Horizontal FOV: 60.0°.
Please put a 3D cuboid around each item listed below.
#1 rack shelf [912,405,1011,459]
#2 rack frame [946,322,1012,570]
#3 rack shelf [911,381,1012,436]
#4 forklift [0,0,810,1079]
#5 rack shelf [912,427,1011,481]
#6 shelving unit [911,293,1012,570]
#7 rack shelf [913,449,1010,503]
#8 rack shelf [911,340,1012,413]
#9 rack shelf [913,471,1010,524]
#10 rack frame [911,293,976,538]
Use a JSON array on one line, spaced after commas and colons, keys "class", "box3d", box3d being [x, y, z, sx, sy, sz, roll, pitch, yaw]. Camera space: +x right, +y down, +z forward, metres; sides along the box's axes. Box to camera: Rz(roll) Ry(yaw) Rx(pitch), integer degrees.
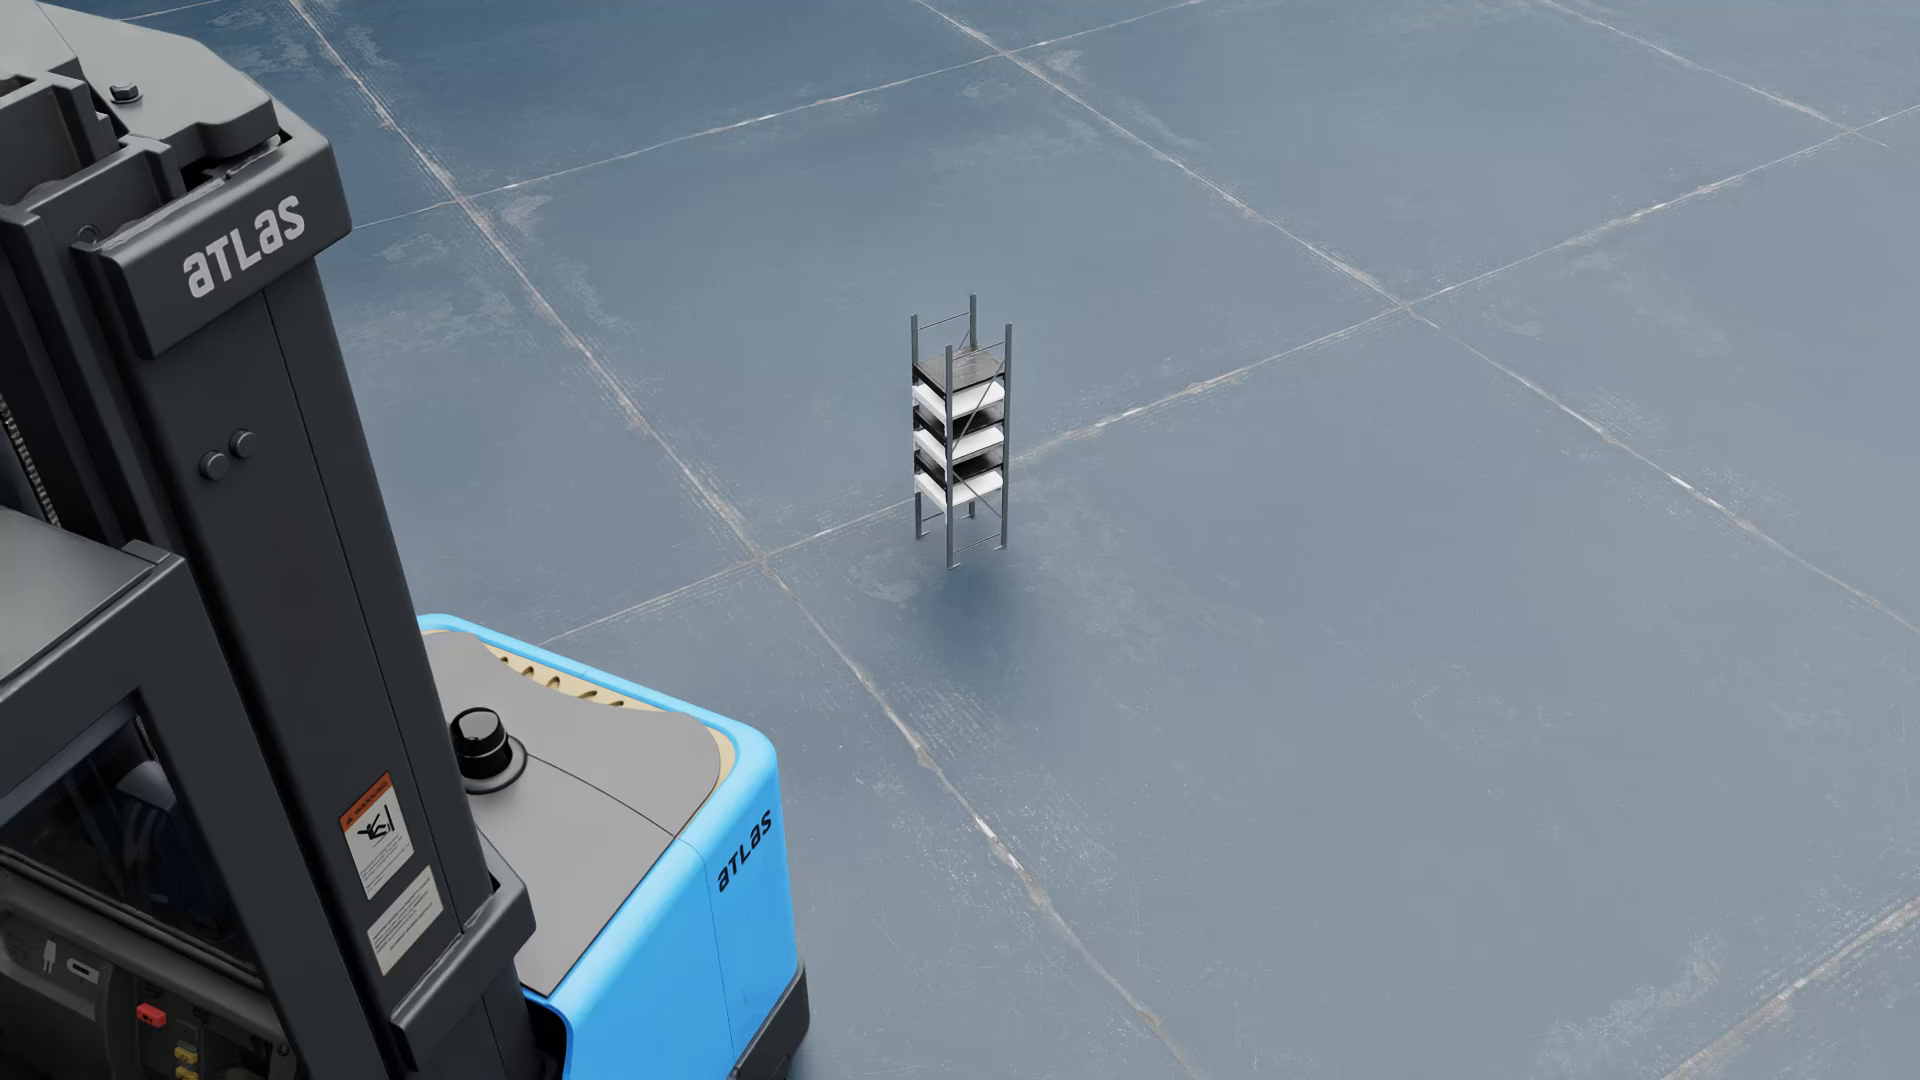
[{"class": "rack shelf", "box3d": [0.004, -0.385, 5.420, 0.258, 0.077, 0.200, -22, 45, -24]}, {"class": "rack frame", "box3d": [0.059, -0.286, 5.391, 0.240, 0.900, 0.006, -22, 45, -24]}, {"class": "rack shelf", "box3d": [0.004, -0.454, 5.363, 0.258, 0.077, 0.200, -22, 45, -24]}, {"class": "forklift", "box3d": [-1.478, 0.832, 2.462, 1.130, 2.935, 3.031, 17, 43, 20]}, {"class": "rack shelf", "box3d": [0.004, -0.316, 5.478, 0.258, 0.077, 0.200, -22, 45, -24]}, {"class": "shelving unit", "box3d": [0.004, -0.341, 5.457, 0.258, 0.900, 0.210, -22, 45, -24]}, {"class": "rack shelf", "box3d": [0.004, -0.247, 5.536, 0.258, 0.077, 0.200, -22, 45, -24]}, {"class": "rack shelf", "box3d": [0.004, -0.523, 5.305, 0.258, 0.077, 0.200, -22, 45, -24]}, {"class": "rack shelf", "box3d": [0.004, -0.177, 5.593, 0.258, 0.077, 0.200, -22, 45, -24]}, {"class": "rack frame", "box3d": [-0.050, -0.396, 5.523, 0.240, 0.900, 0.006, -22, 45, -24]}]
